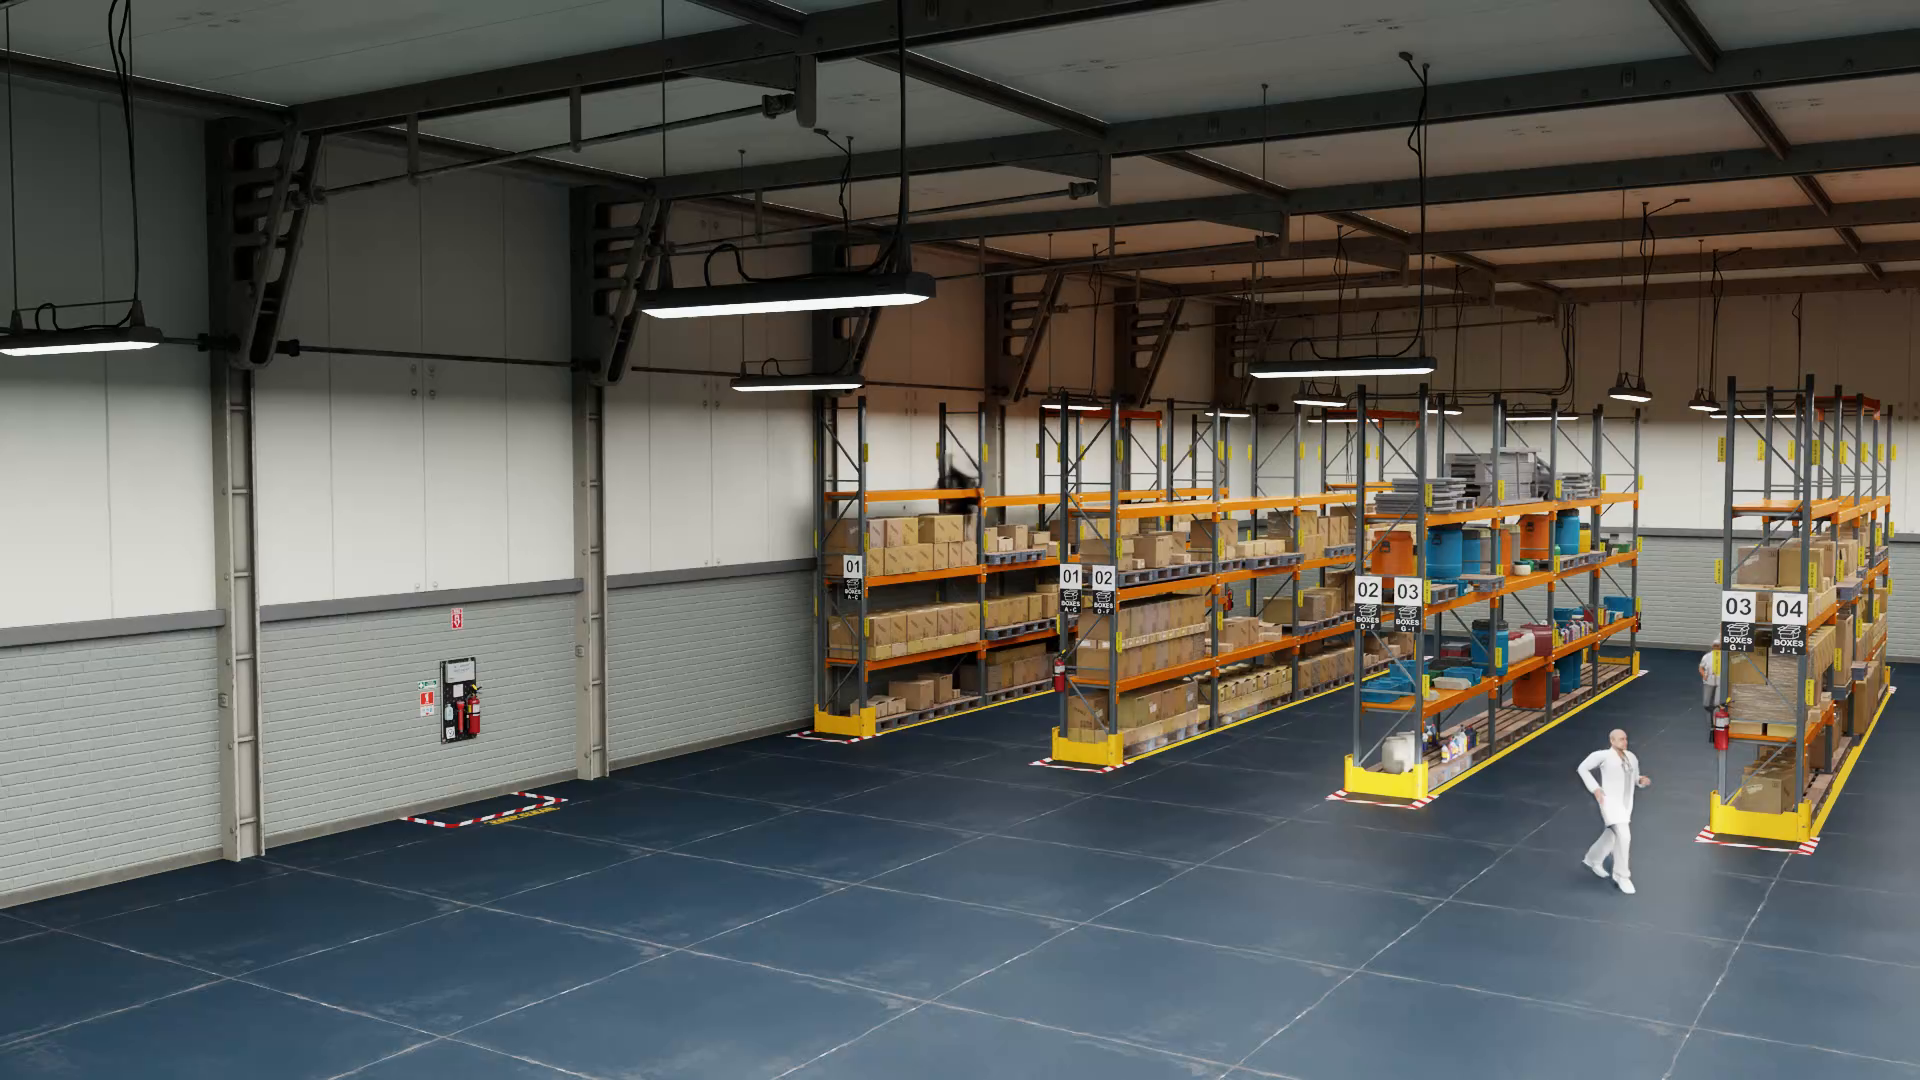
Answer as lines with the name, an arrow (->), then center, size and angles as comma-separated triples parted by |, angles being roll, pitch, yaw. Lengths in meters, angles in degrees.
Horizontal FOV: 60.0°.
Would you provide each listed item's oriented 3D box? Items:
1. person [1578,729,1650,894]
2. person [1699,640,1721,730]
person -> 7.568, 3.105, 19.244 | 0.688, 1.850, 0.881 | -2, 3, -28
person -> 13.694, 2.611, 30.097 | 0.604, 1.624, 0.601 | 2, 3, 31
